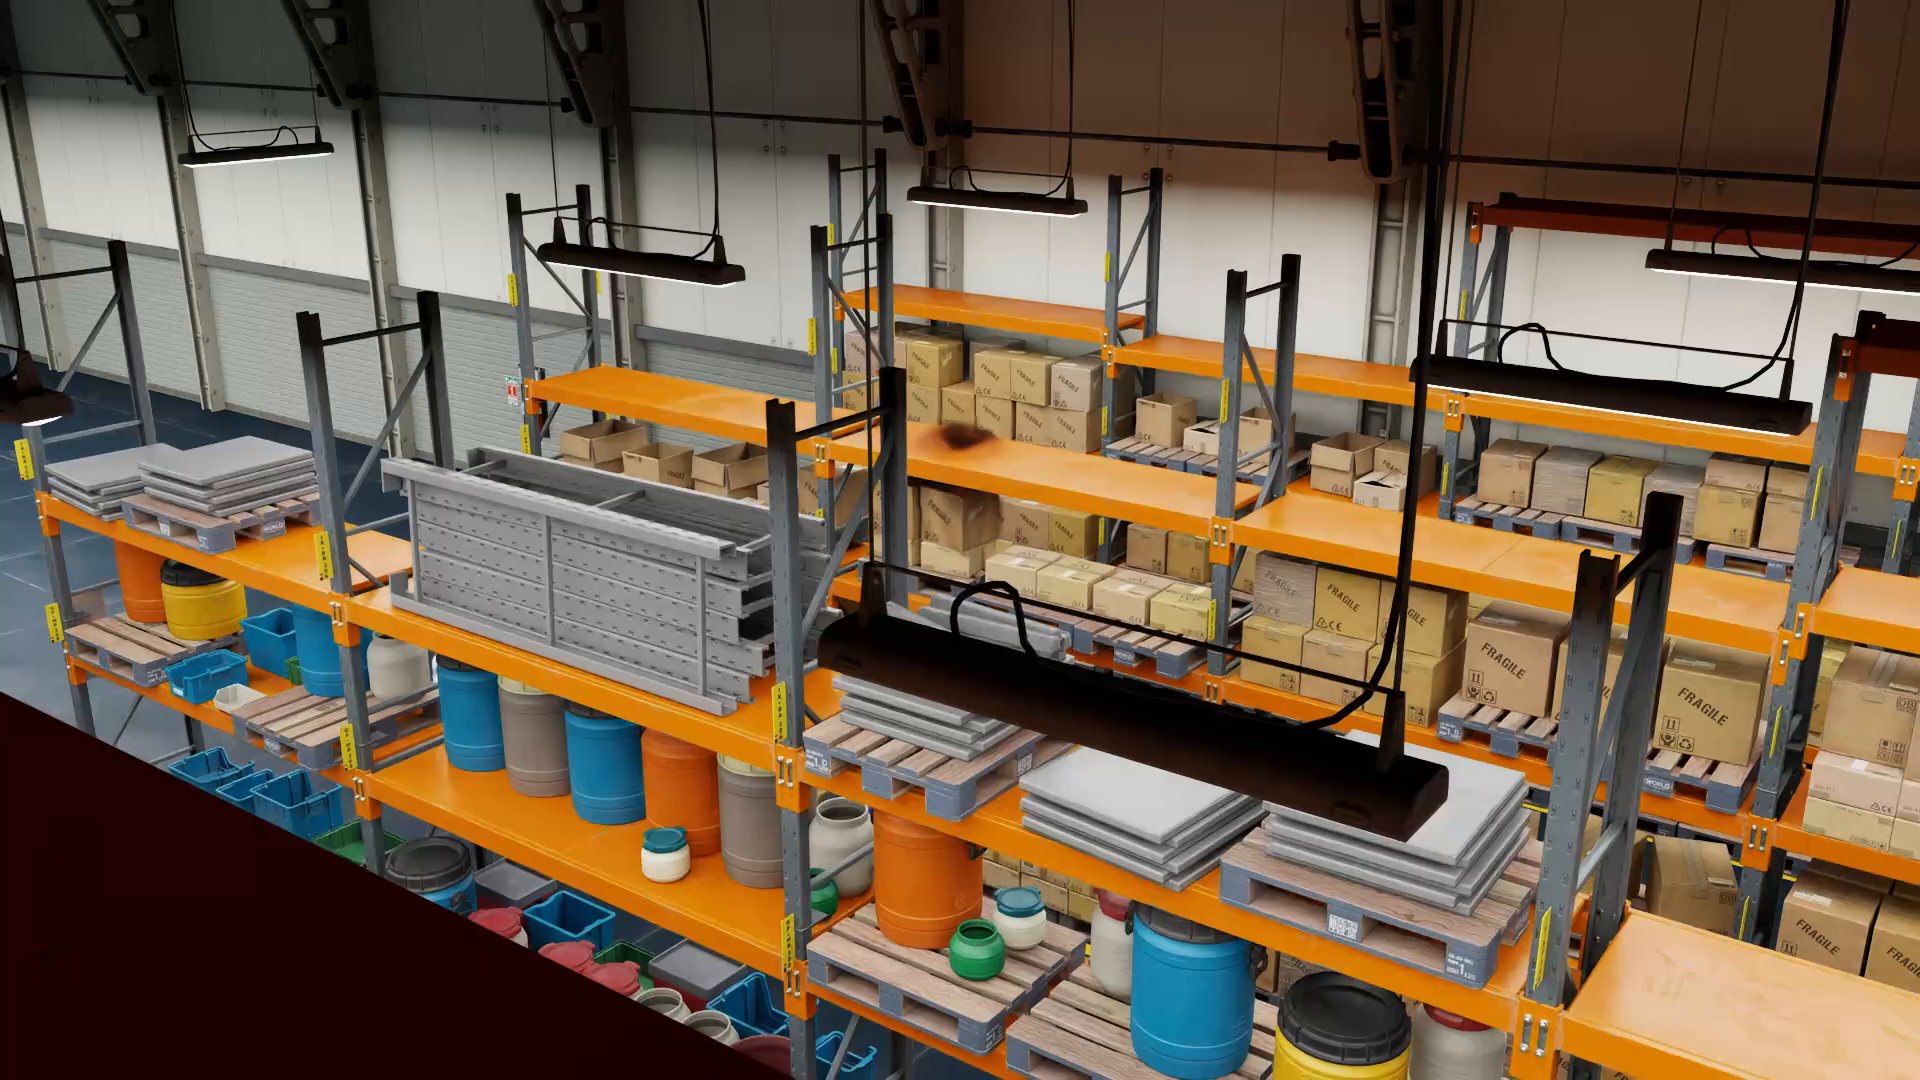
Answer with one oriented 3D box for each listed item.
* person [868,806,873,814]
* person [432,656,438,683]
[{"bbox_3d":[-0.662,2.746,14.323,0.482,1.661,0.498,-17,25,-42],"label":"person"},{"bbox_3d":[-5.286,1.674,17.469,0.454,1.645,0.966,-9,21,-25],"label":"person"}]
